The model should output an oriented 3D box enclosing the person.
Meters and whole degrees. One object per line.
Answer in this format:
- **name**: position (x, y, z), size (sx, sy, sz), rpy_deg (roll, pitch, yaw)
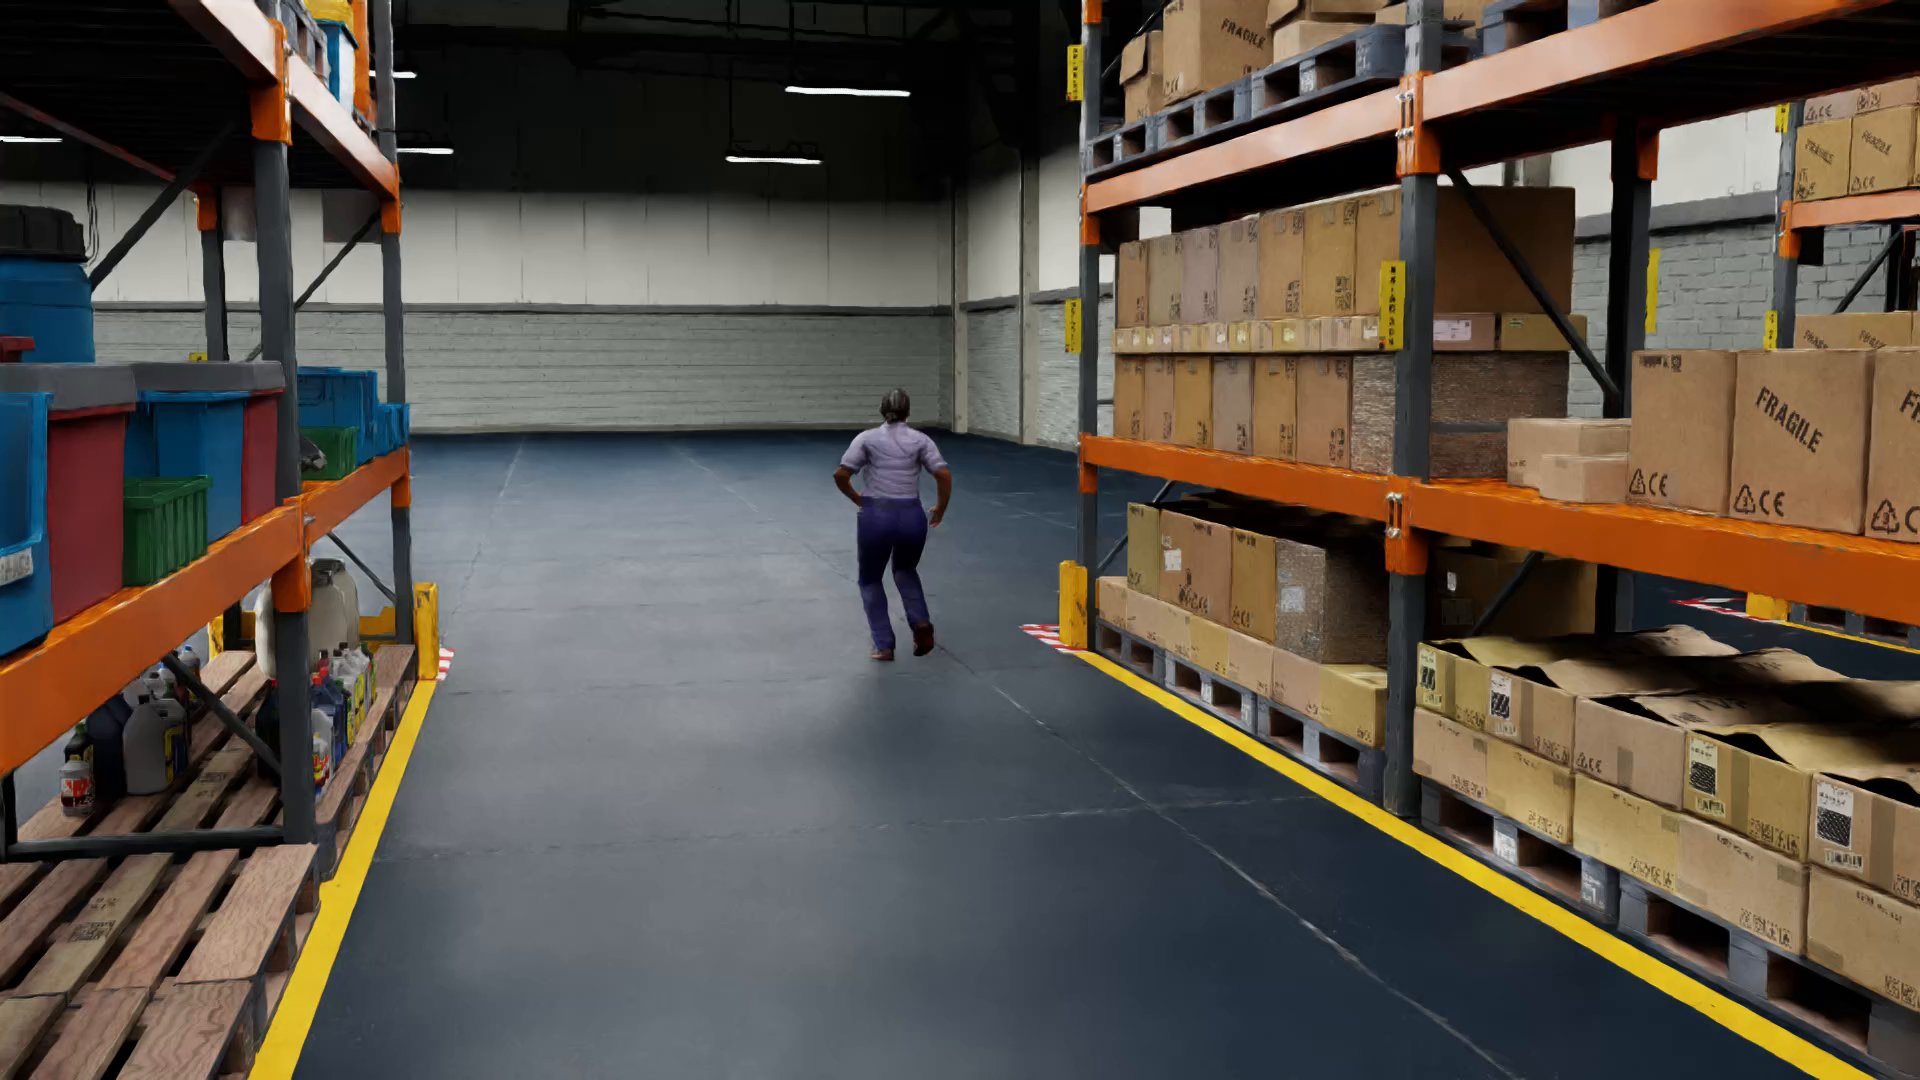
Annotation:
- **person**: position (-0.423, -0.090, 9.780), size (0.665, 1.607, 0.530), rpy_deg (-2, 7, -18)
